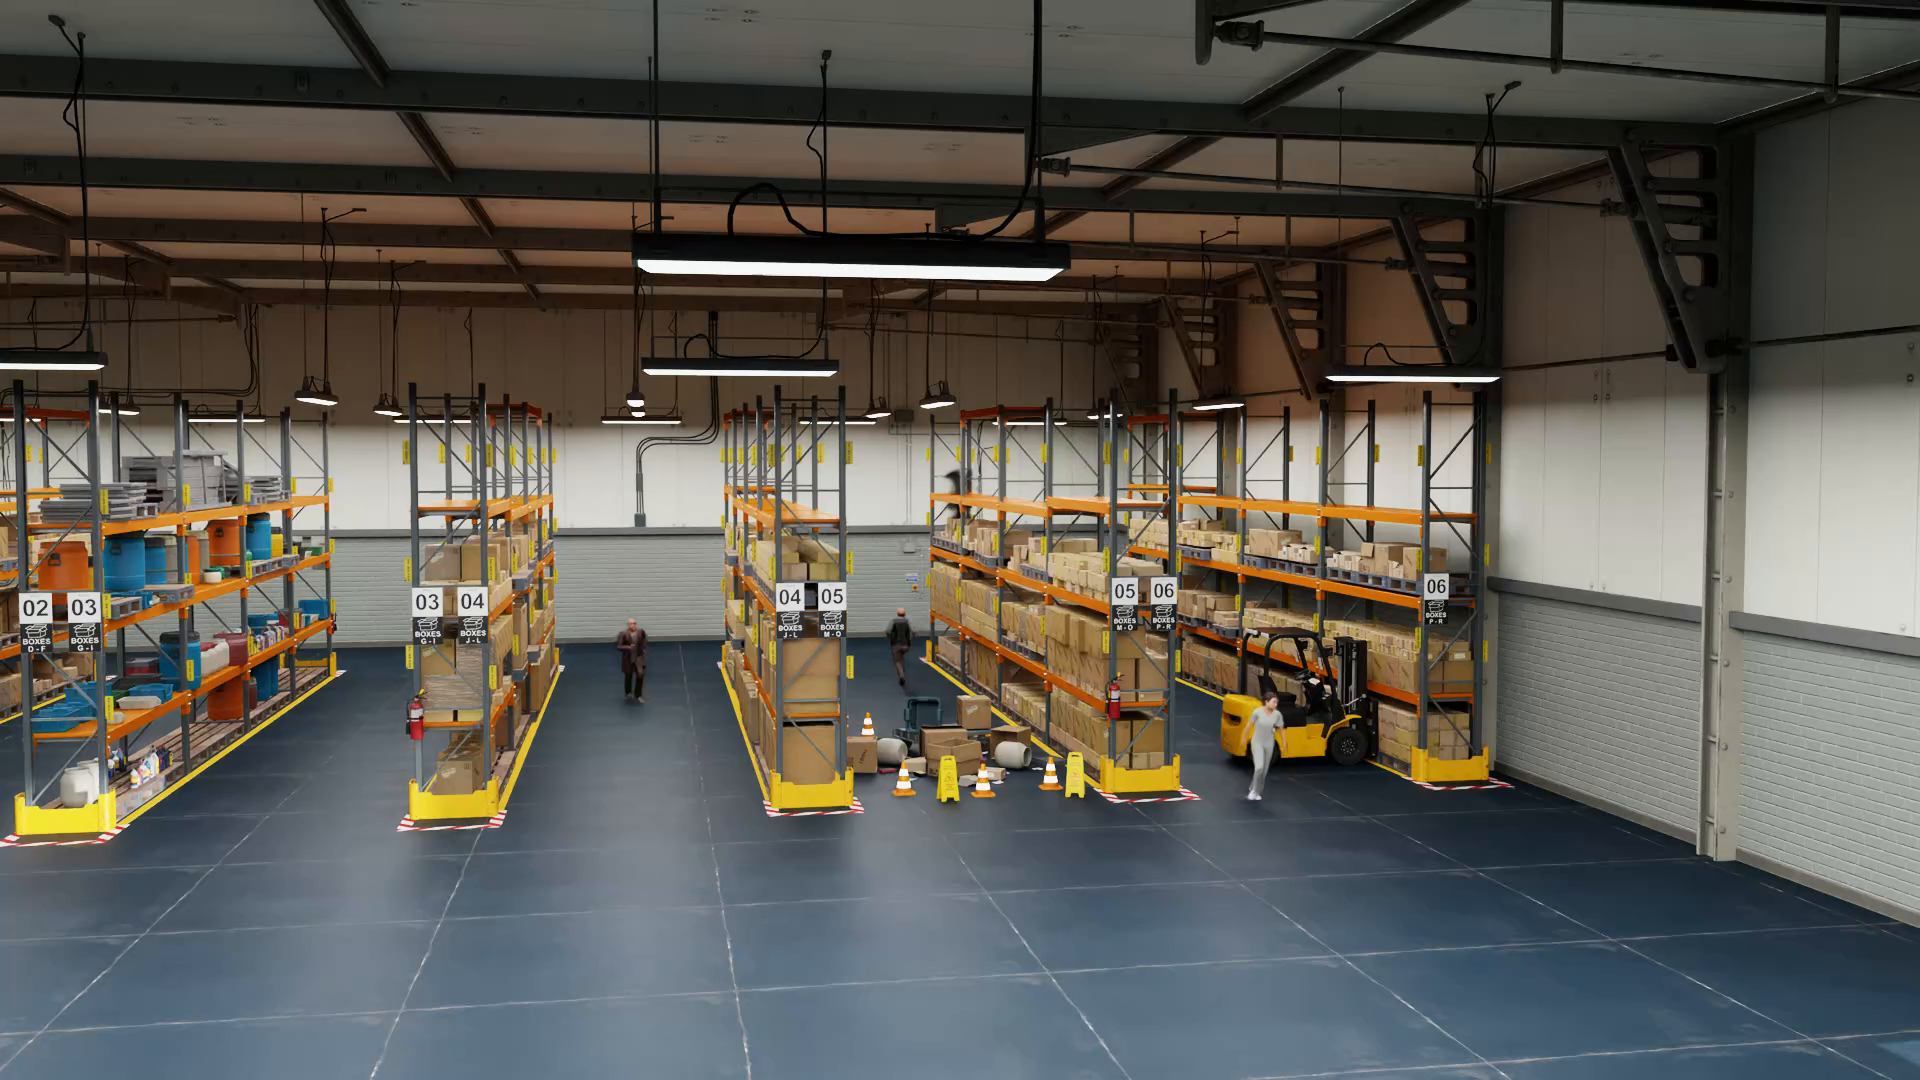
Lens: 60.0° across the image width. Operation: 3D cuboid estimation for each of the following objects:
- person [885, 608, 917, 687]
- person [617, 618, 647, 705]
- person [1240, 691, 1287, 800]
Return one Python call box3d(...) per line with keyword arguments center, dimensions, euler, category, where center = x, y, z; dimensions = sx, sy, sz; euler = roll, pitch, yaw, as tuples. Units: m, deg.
box3d(center=(-1.248, 2.290, 35.693), dimensions=(0.594, 1.663, 0.917), euler=(-1, 3, -13), category="person")
box3d(center=(-6.608, 2.422, 33.496), dimensions=(0.626, 1.734, 1.028), euler=(-1, 3, -17), category="person")
box3d(center=(4.386, 2.966, 23.962), dimensions=(0.557, 1.617, 0.693), euler=(-1, 3, -12), category="person")
